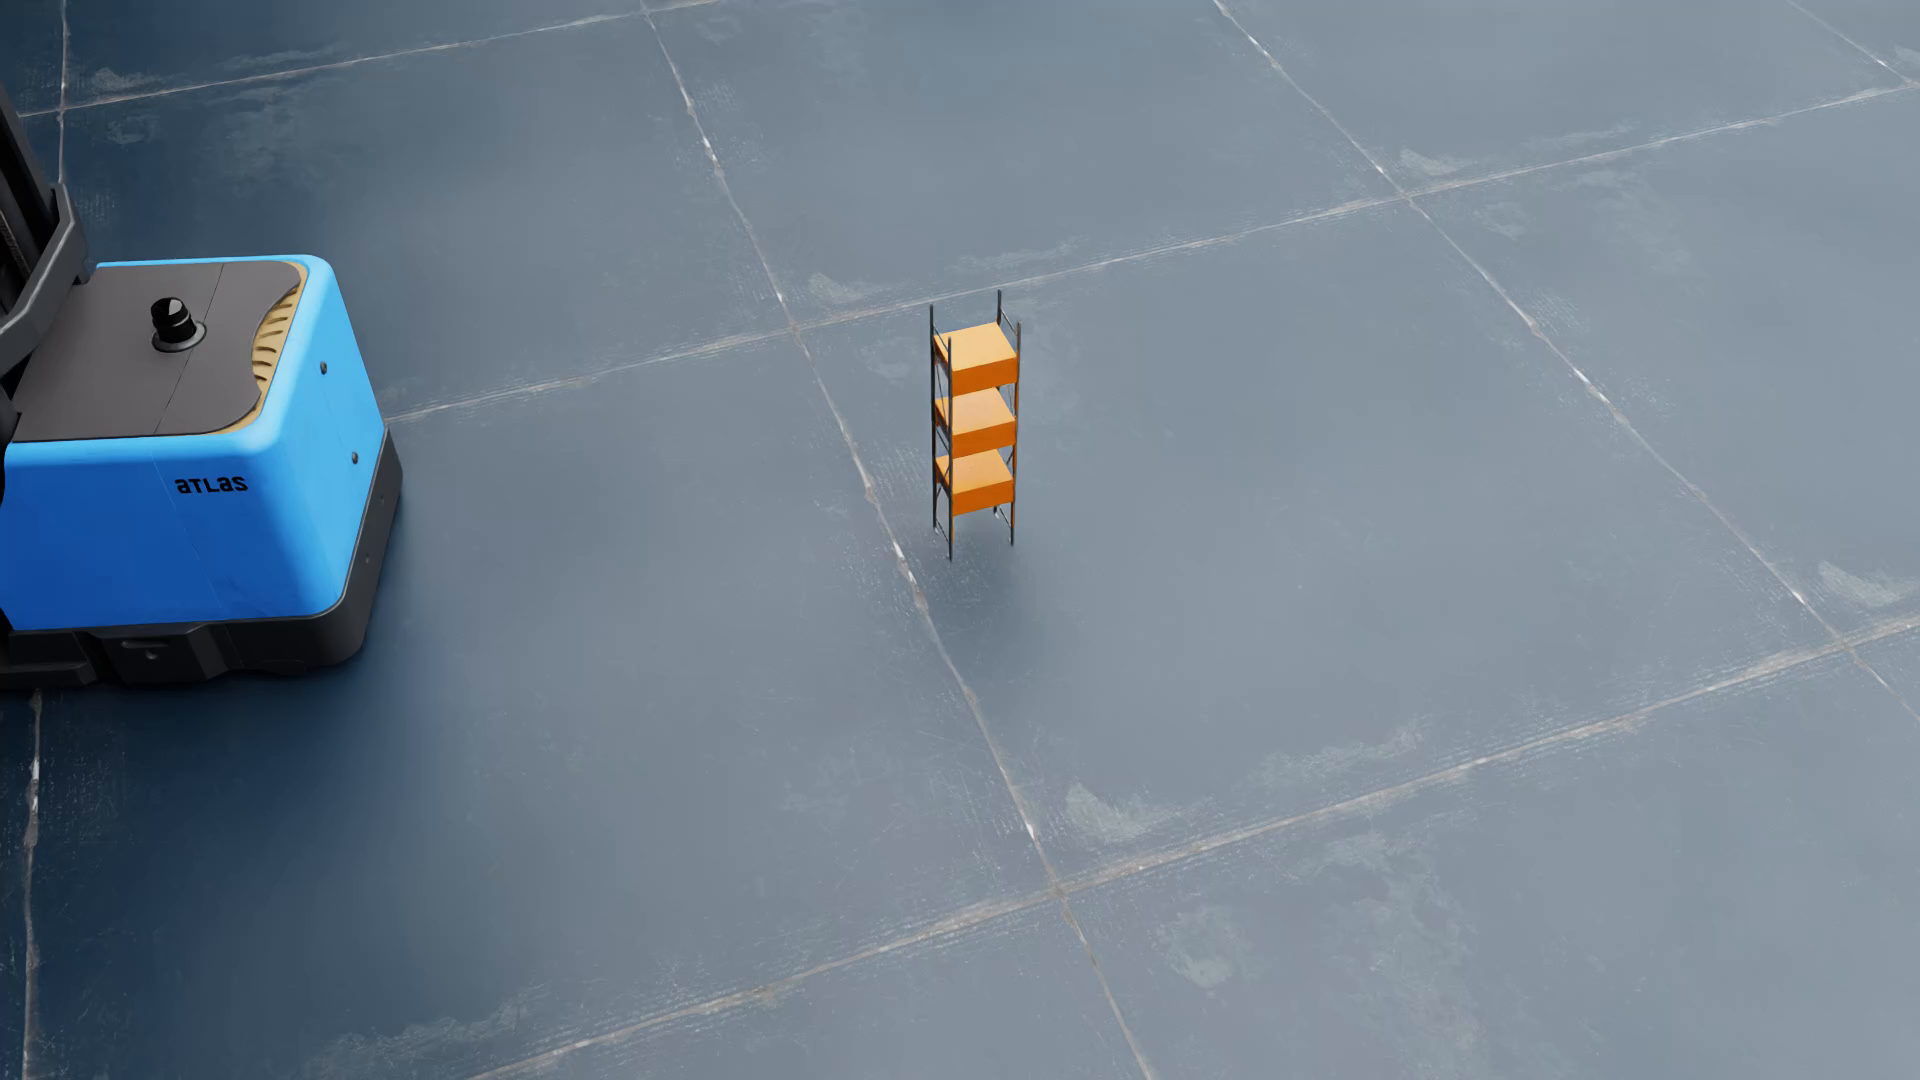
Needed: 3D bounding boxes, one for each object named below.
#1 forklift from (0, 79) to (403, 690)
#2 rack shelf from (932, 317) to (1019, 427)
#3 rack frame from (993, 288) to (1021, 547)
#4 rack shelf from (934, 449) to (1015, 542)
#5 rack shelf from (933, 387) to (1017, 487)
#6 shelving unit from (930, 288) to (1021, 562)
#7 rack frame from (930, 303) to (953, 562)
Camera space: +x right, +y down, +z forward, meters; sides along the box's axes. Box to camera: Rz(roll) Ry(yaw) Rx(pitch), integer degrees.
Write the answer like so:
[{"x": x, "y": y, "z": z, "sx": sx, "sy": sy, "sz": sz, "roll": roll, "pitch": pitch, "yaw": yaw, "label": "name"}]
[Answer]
[{"x": -3.621, "y": -0.852, "z": 5.030, "sx": 3.031, "sy": 2.935, "sz": 1.130, "roll": -3, "pitch": 45, "yaw": -3, "label": "forklift"}, {"x": 0.050, "y": -0.576, "z": 5.697, "sx": 0.240, "sy": 0.259, "sz": 0.215, "roll": -14, "pitch": 47, "yaw": -14, "label": "rack shelf"}, {"x": 0.165, "y": -0.413, "z": 5.920, "sx": 0.008, "sy": 1.050, "sz": 0.200, "roll": -14, "pitch": 47, "yaw": -14, "label": "rack frame"}, {"x": 0.050, "y": -0.180, "z": 6.095, "sx": 0.240, "sy": 0.259, "sz": 0.215, "roll": -14, "pitch": 47, "yaw": -14, "label": "rack shelf"}, {"x": 0.050, "y": -0.376, "z": 5.898, "sx": 0.240, "sy": 0.259, "sz": 0.215, "roll": -14, "pitch": 47, "yaw": -14, "label": "rack shelf"}, {"x": 0.050, "y": -0.383, "z": 5.891, "sx": 0.252, "sy": 1.050, "sz": 0.215, "roll": -14, "pitch": 47, "yaw": -14, "label": "shelving unit"}, {"x": -0.064, "y": -0.354, "z": 5.862, "sx": 0.008, "sy": 1.050, "sz": 0.200, "roll": -14, "pitch": 47, "yaw": -14, "label": "rack frame"}]
